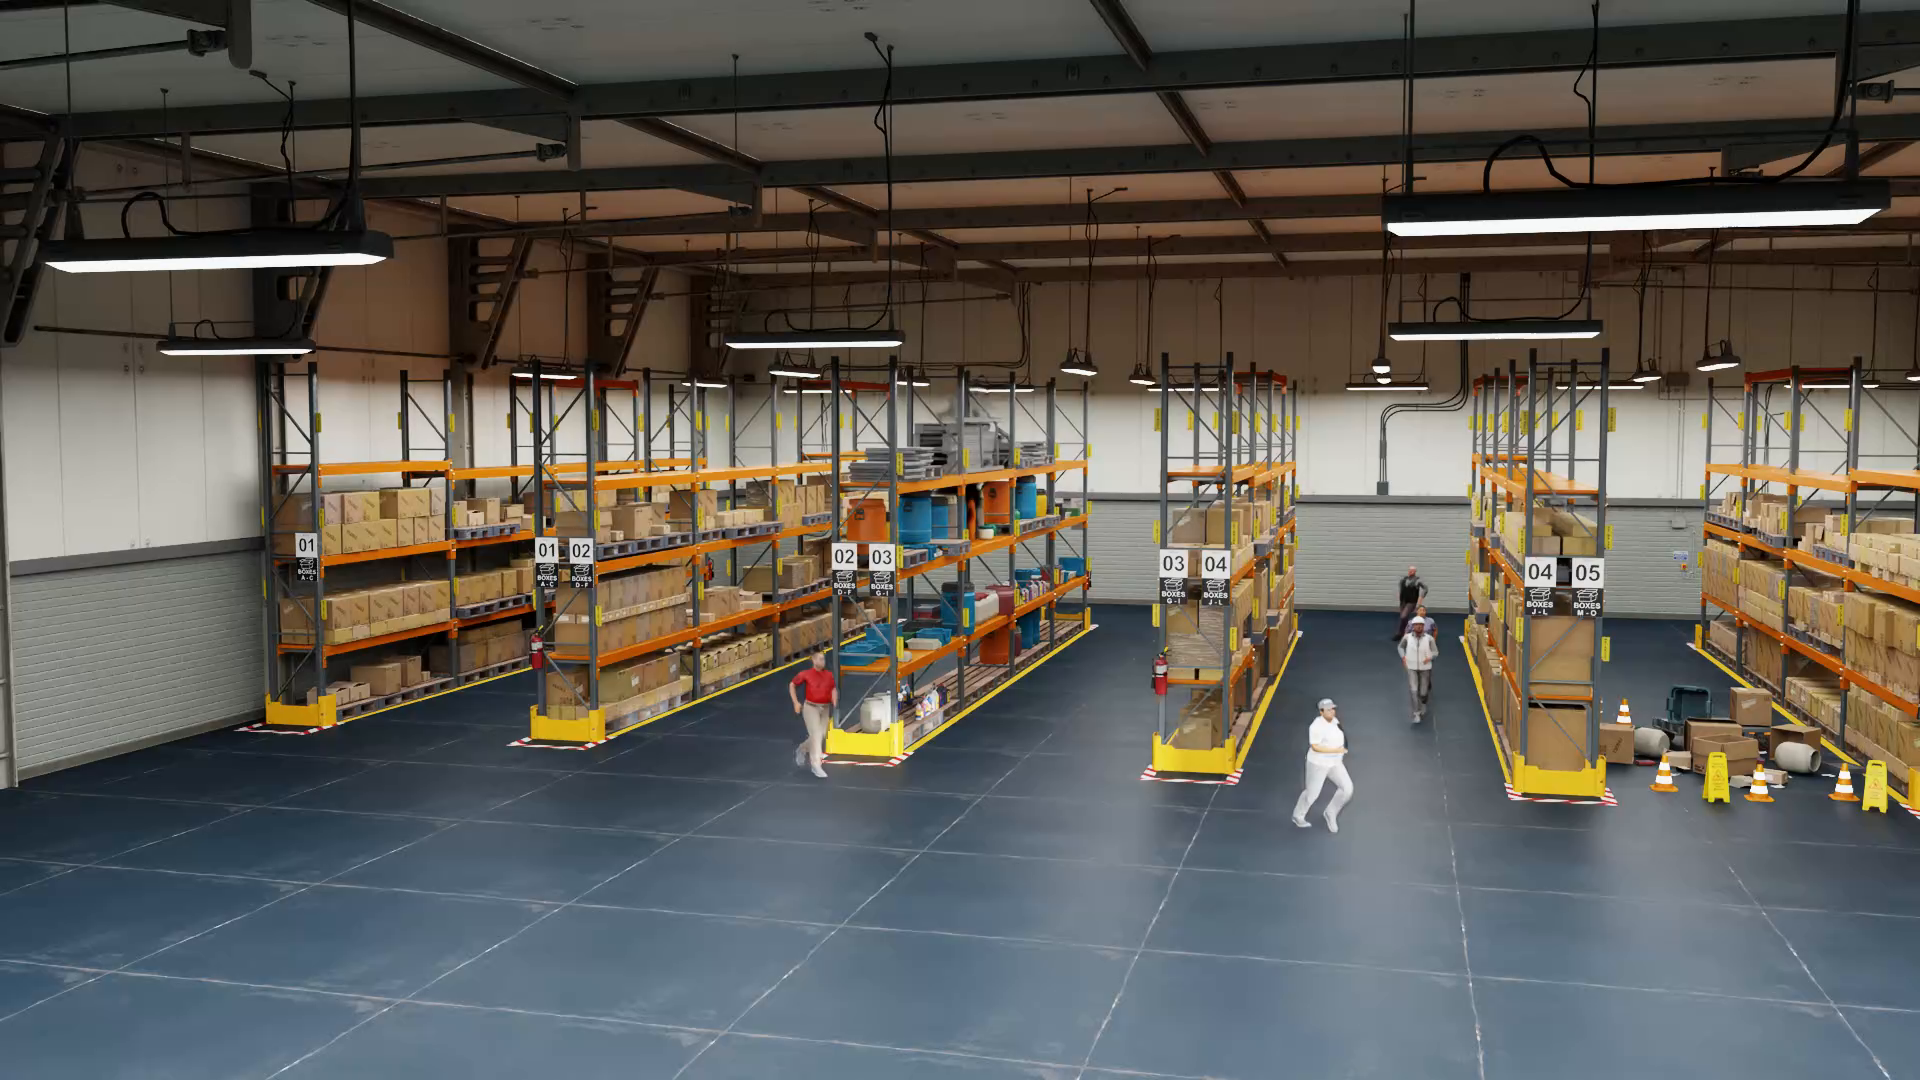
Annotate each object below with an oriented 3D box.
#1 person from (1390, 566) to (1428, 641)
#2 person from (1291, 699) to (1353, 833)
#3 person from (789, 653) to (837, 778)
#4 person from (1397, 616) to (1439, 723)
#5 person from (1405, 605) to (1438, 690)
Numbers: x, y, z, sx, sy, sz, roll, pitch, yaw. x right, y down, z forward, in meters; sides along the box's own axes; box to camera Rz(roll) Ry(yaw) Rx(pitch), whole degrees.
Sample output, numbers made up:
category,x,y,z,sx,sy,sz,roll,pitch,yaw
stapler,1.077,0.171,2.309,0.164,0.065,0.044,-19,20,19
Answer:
category,x,y,z,sx,sy,sz,roll,pitch,yaw
person,10.314,1.452,38.267,0.939,1.710,0.733,-3,5,-41
person,4.468,2.747,20.287,0.615,1.655,0.813,-3,5,-32
person,-2.044,2.482,23.881,0.701,1.716,0.844,-3,5,-38
person,7.688,2.154,27.933,0.671,1.758,0.796,1,4,14
person,8.590,2.014,30.975,0.603,1.609,0.573,1,4,14
